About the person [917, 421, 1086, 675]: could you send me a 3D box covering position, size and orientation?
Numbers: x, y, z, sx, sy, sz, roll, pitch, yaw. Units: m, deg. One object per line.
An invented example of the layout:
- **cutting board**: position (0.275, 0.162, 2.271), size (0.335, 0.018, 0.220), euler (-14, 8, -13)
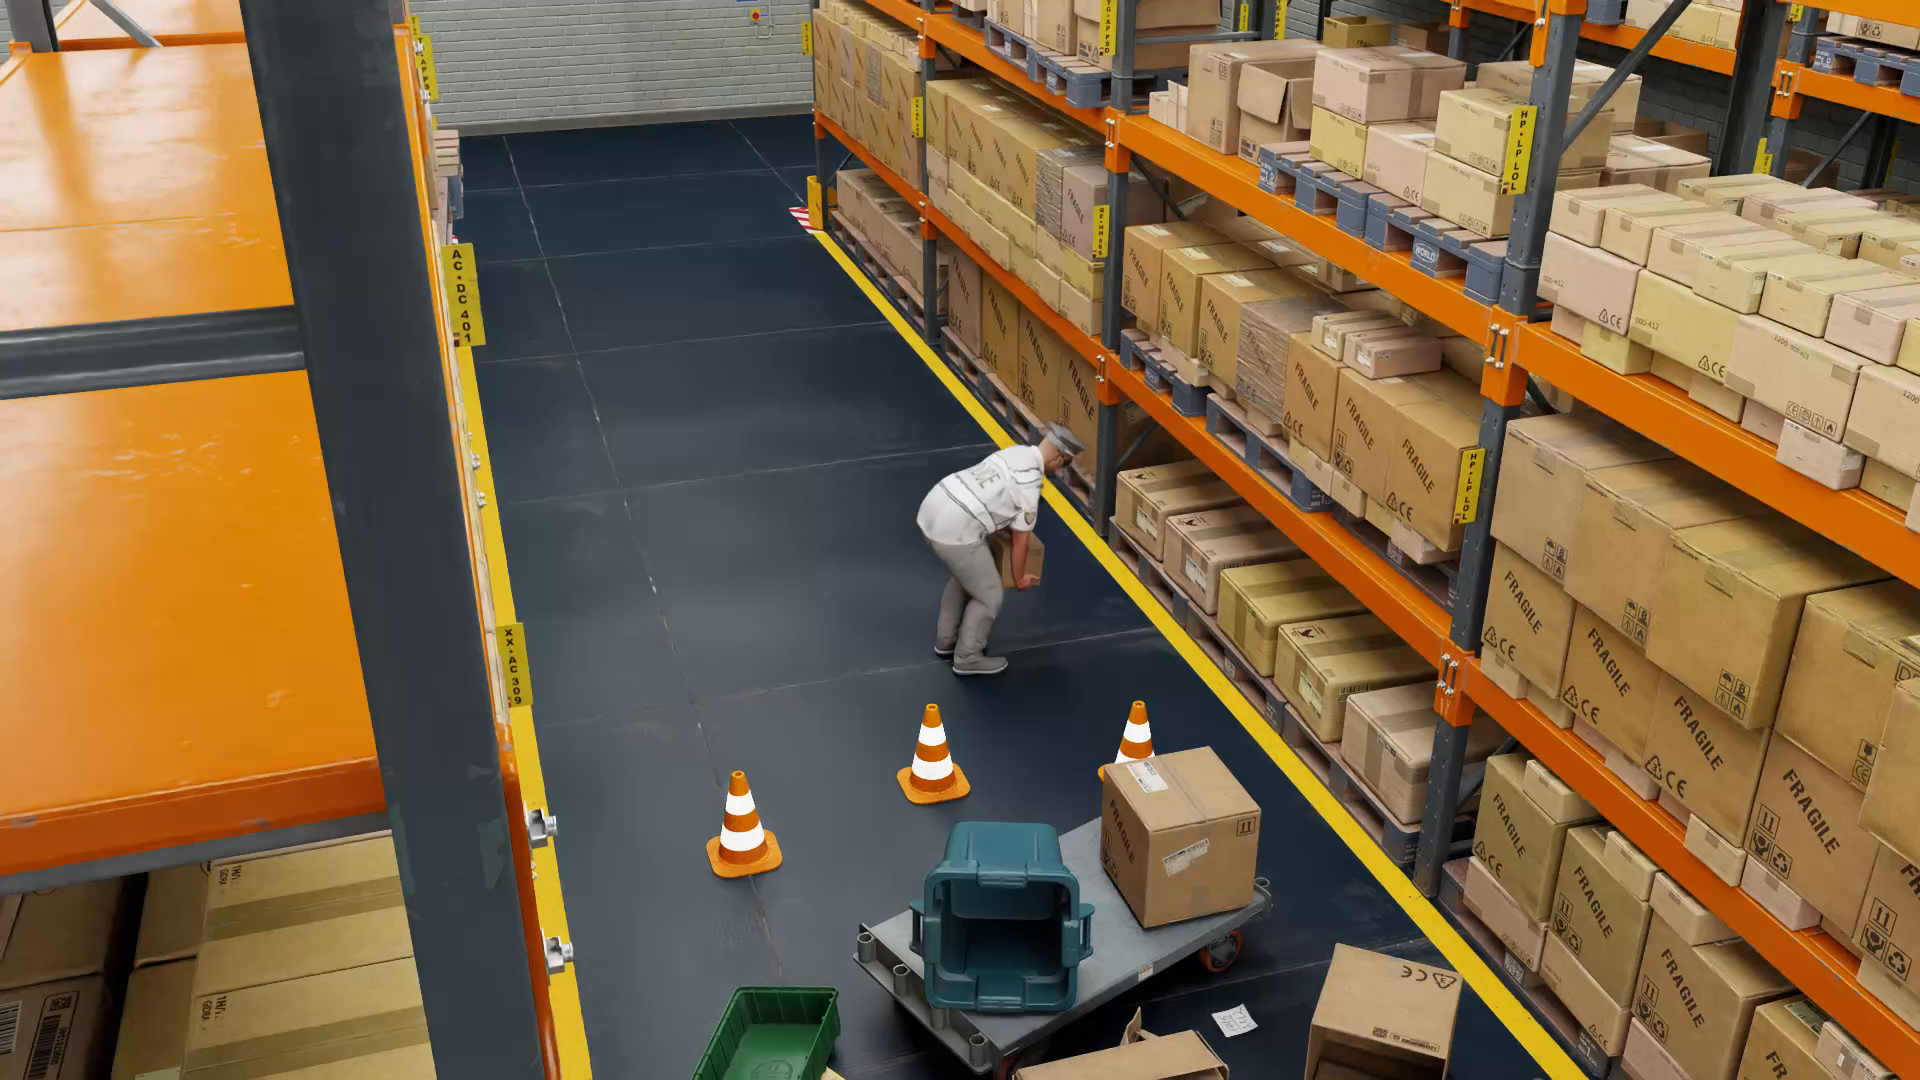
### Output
- **person**: position (0.243, 0.044, 9.416), size (0.966, 1.405, 0.468), euler (-9, 28, -17)
